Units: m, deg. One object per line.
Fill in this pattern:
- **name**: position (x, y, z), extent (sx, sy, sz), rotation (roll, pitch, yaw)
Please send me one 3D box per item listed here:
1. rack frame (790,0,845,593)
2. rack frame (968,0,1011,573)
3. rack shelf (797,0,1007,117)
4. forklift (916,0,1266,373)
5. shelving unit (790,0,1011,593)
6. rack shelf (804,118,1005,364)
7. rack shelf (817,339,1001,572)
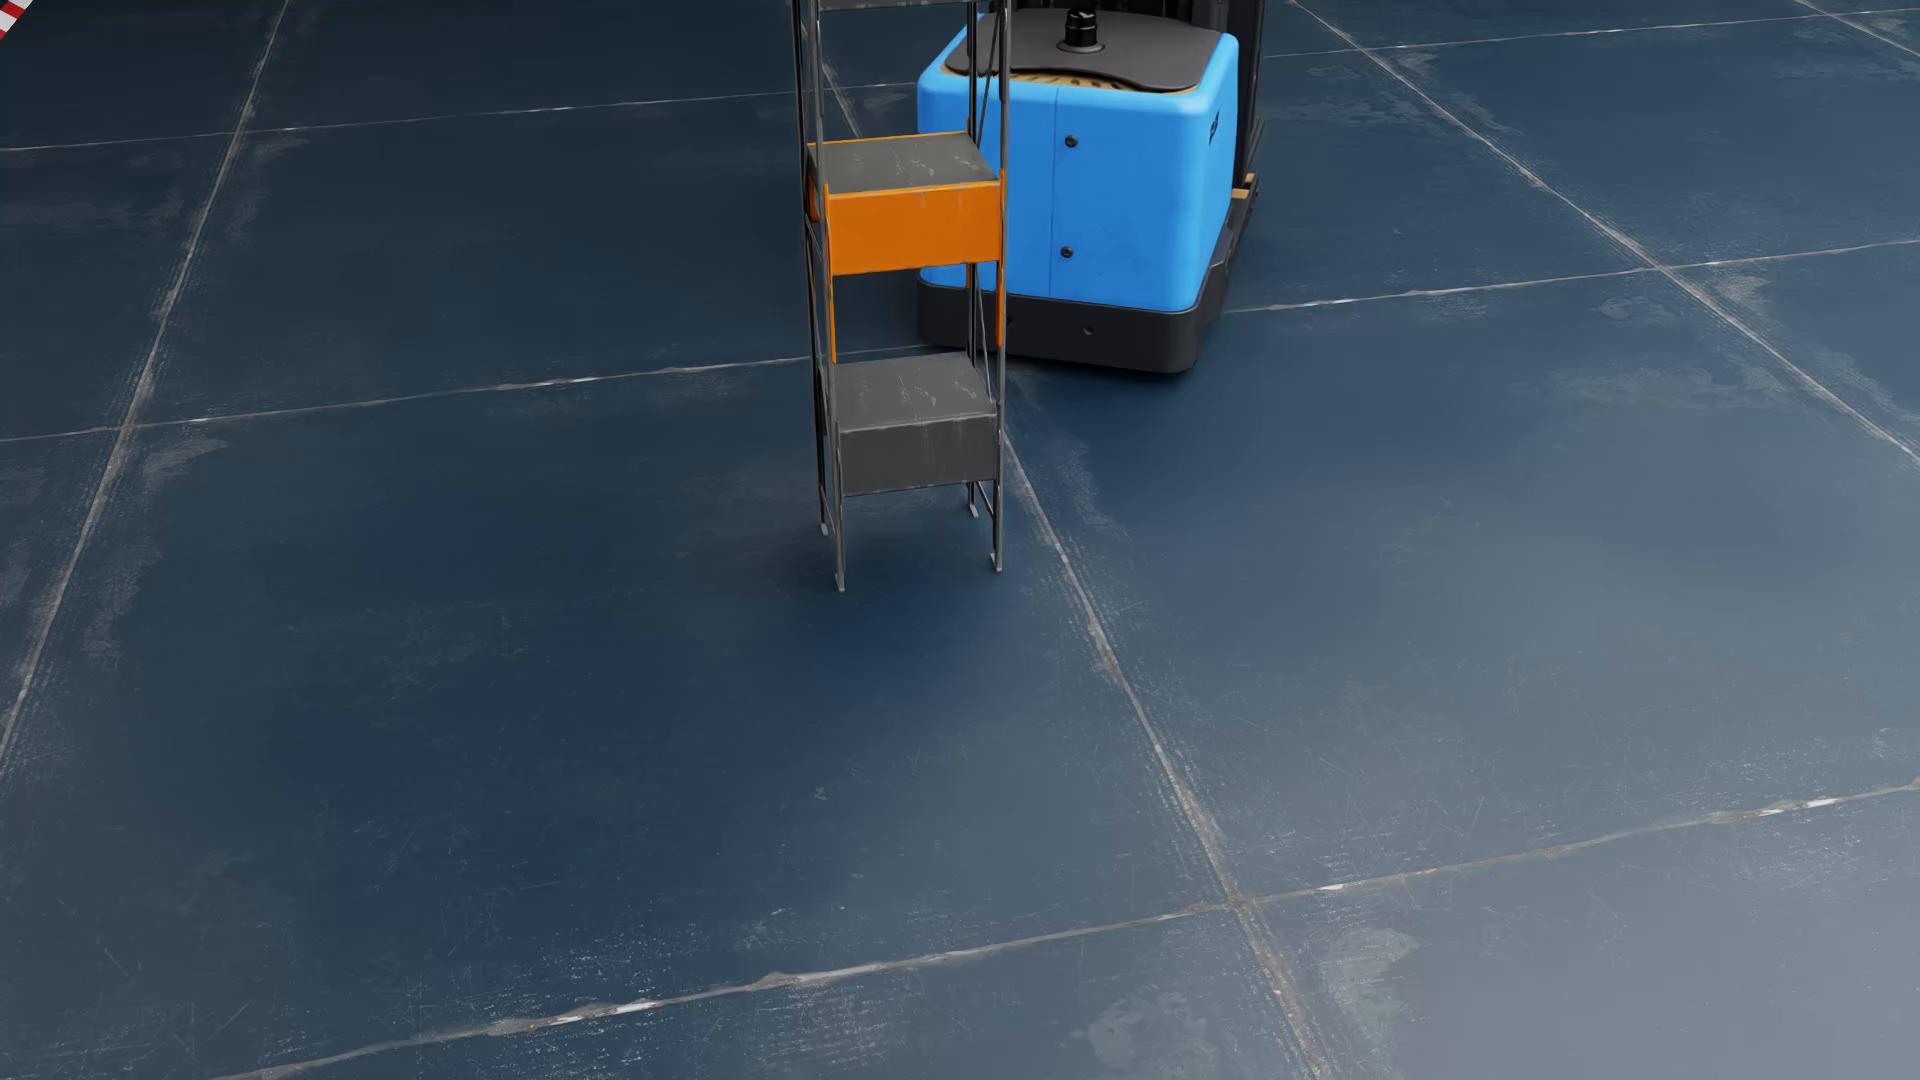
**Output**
- **rack frame**: position (-0.399, -0.822, 4.590), extent (0.015, 2.100, 0.400), rotation (-7, 35, -11)
- **rack frame**: position (0.077, -0.882, 4.679), extent (0.015, 2.100, 0.400), rotation (-7, 35, -11)
- **rack shelf**: position (-0.161, -1.421, 4.252), extent (0.480, 0.518, 0.431), rotation (-7, 35, -11)
- **forklift**: position (0.717, -2.637, 6.549), extent (1.130, 2.935, 3.031), rotation (9, 35, 13)
- **shelving unit**: position (-0.161, -0.852, 4.635), extent (0.503, 2.100, 0.431), rotation (-7, 35, -11)
- **rack shelf**: position (-0.161, -0.840, 4.642), extent (0.480, 0.518, 0.431), rotation (-7, 35, -11)
- **rack shelf**: position (-0.161, -0.259, 5.032), extent (0.480, 0.518, 0.431), rotation (-7, 35, -11)
